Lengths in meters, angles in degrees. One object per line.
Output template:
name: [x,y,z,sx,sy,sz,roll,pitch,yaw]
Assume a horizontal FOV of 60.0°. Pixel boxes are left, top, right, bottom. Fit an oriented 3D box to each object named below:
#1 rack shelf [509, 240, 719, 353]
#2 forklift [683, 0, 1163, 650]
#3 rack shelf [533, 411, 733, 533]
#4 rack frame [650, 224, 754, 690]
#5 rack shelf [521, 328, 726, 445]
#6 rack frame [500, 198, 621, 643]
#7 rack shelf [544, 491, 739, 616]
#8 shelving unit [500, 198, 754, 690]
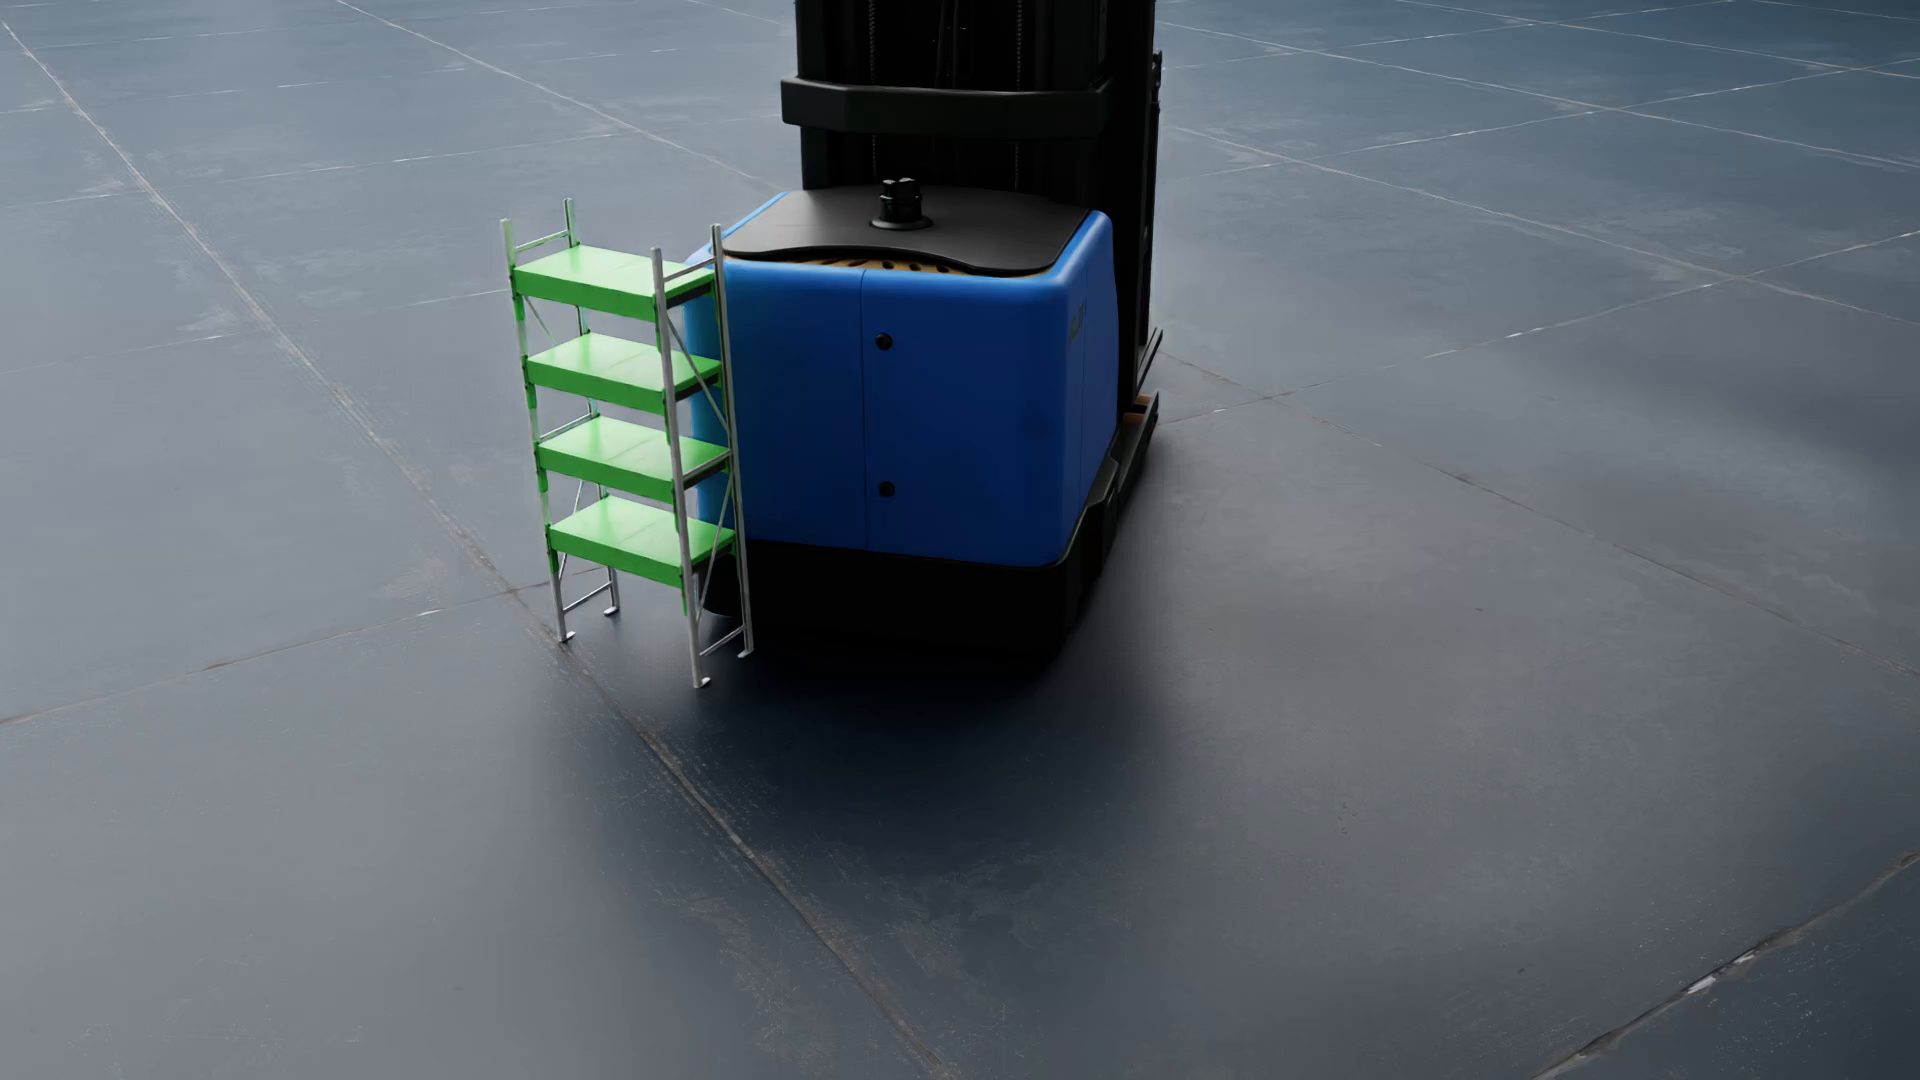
rack shelf: [-0.859,-0.615,4.166,0.480,0.148,0.258,15,30,28]
forklift: [0.102,-1.637,5.284,1.130,2.935,3.031,6,26,12]
rack shelf: [-0.852,-0.186,4.380,0.480,0.148,0.258,15,30,28]
rack frame: [-0.646,-0.188,4.235,0.015,1.200,0.240,15,30,28]
rack shelf: [-0.856,-0.401,4.273,0.480,0.148,0.258,15,30,28]
rack frame: [-1.061,-0.298,4.468,0.015,1.200,0.240,15,30,28]
rack shelf: [-0.849,0.029,4.487,0.480,0.148,0.258,15,30,28]
shelving unit: [-0.853,-0.243,4.351,0.503,1.200,0.258,15,30,28]
